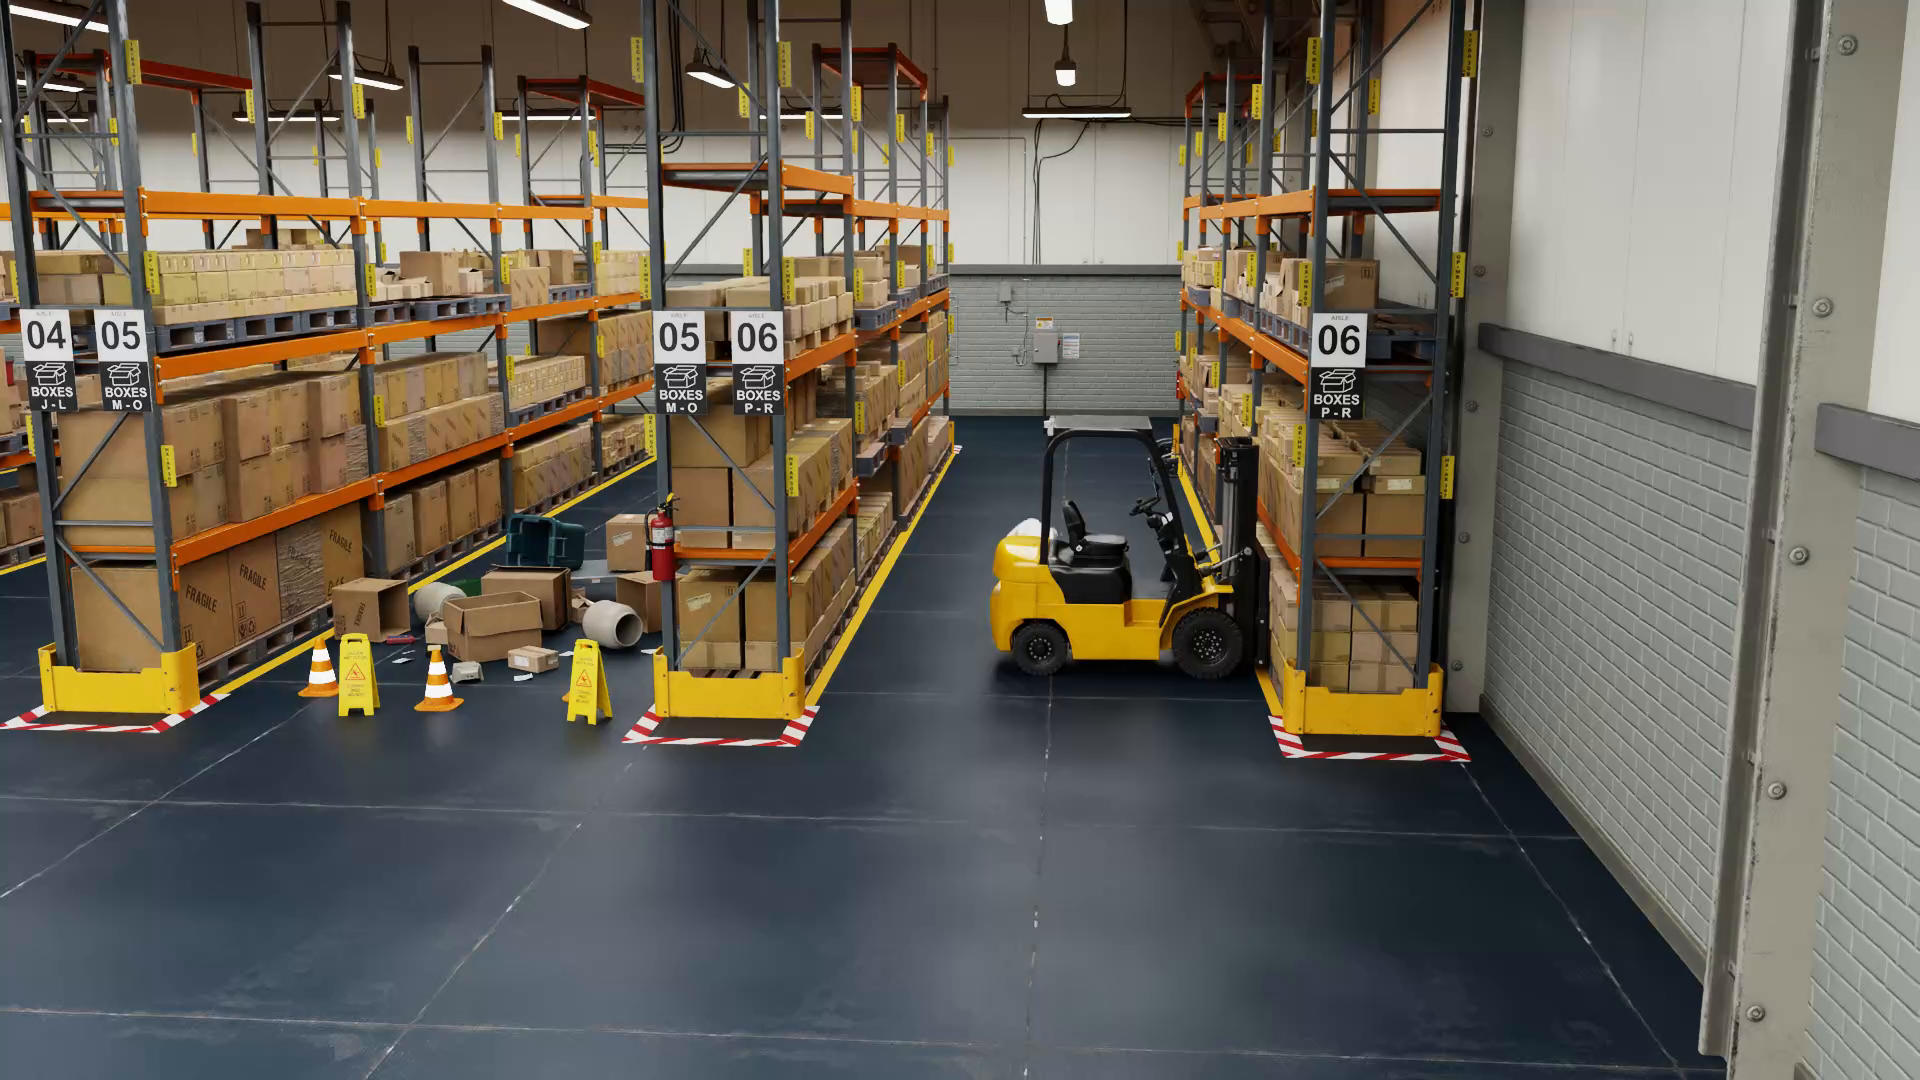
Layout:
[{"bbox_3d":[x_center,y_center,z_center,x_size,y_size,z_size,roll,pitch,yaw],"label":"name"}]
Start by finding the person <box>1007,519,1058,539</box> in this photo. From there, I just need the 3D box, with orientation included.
[{"bbox_3d":[0.770,0.216,17.457,0.553,0.818,0.983,0,11,2],"label":"person"}]
